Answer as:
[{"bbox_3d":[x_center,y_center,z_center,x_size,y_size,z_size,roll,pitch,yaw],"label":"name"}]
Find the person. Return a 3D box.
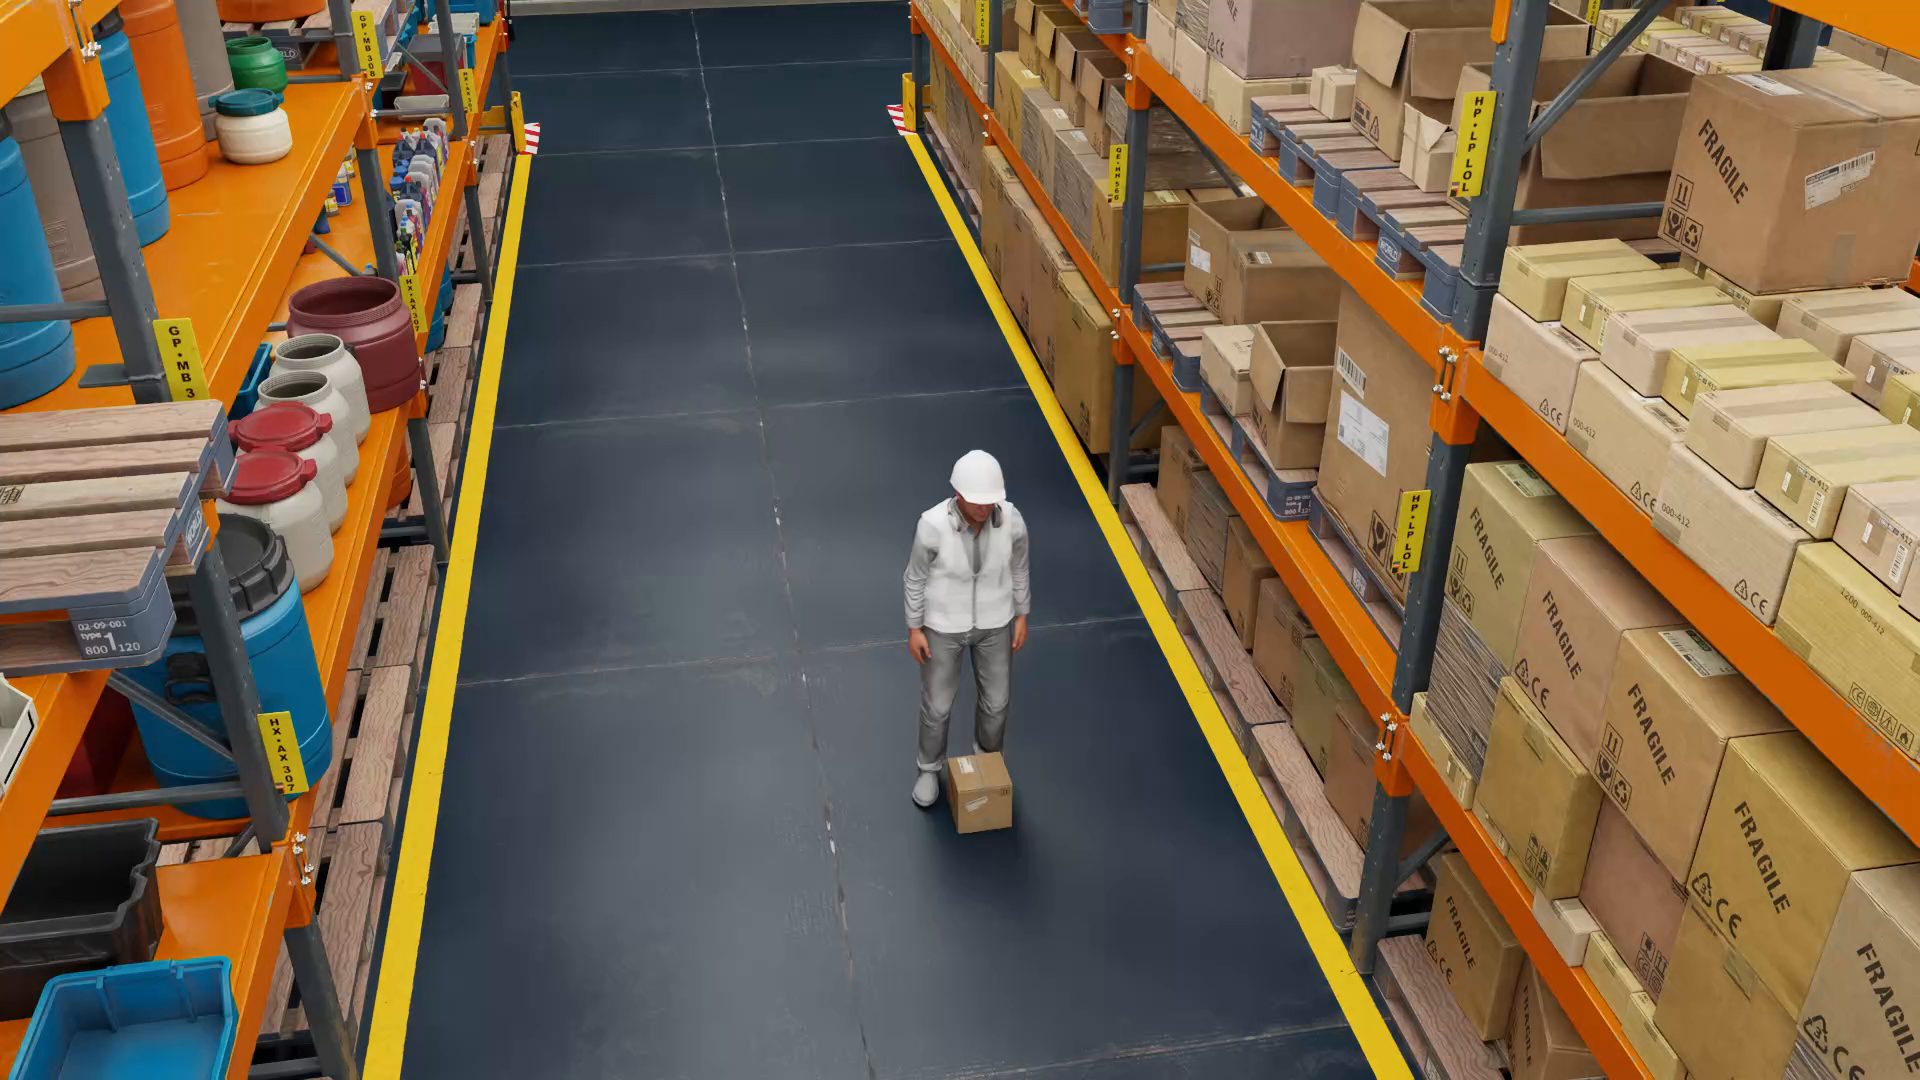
[{"bbox_3d":[0.038,0.374,7.477,0.582,1.769,0.464,-7,31,-11],"label":"person"}]
